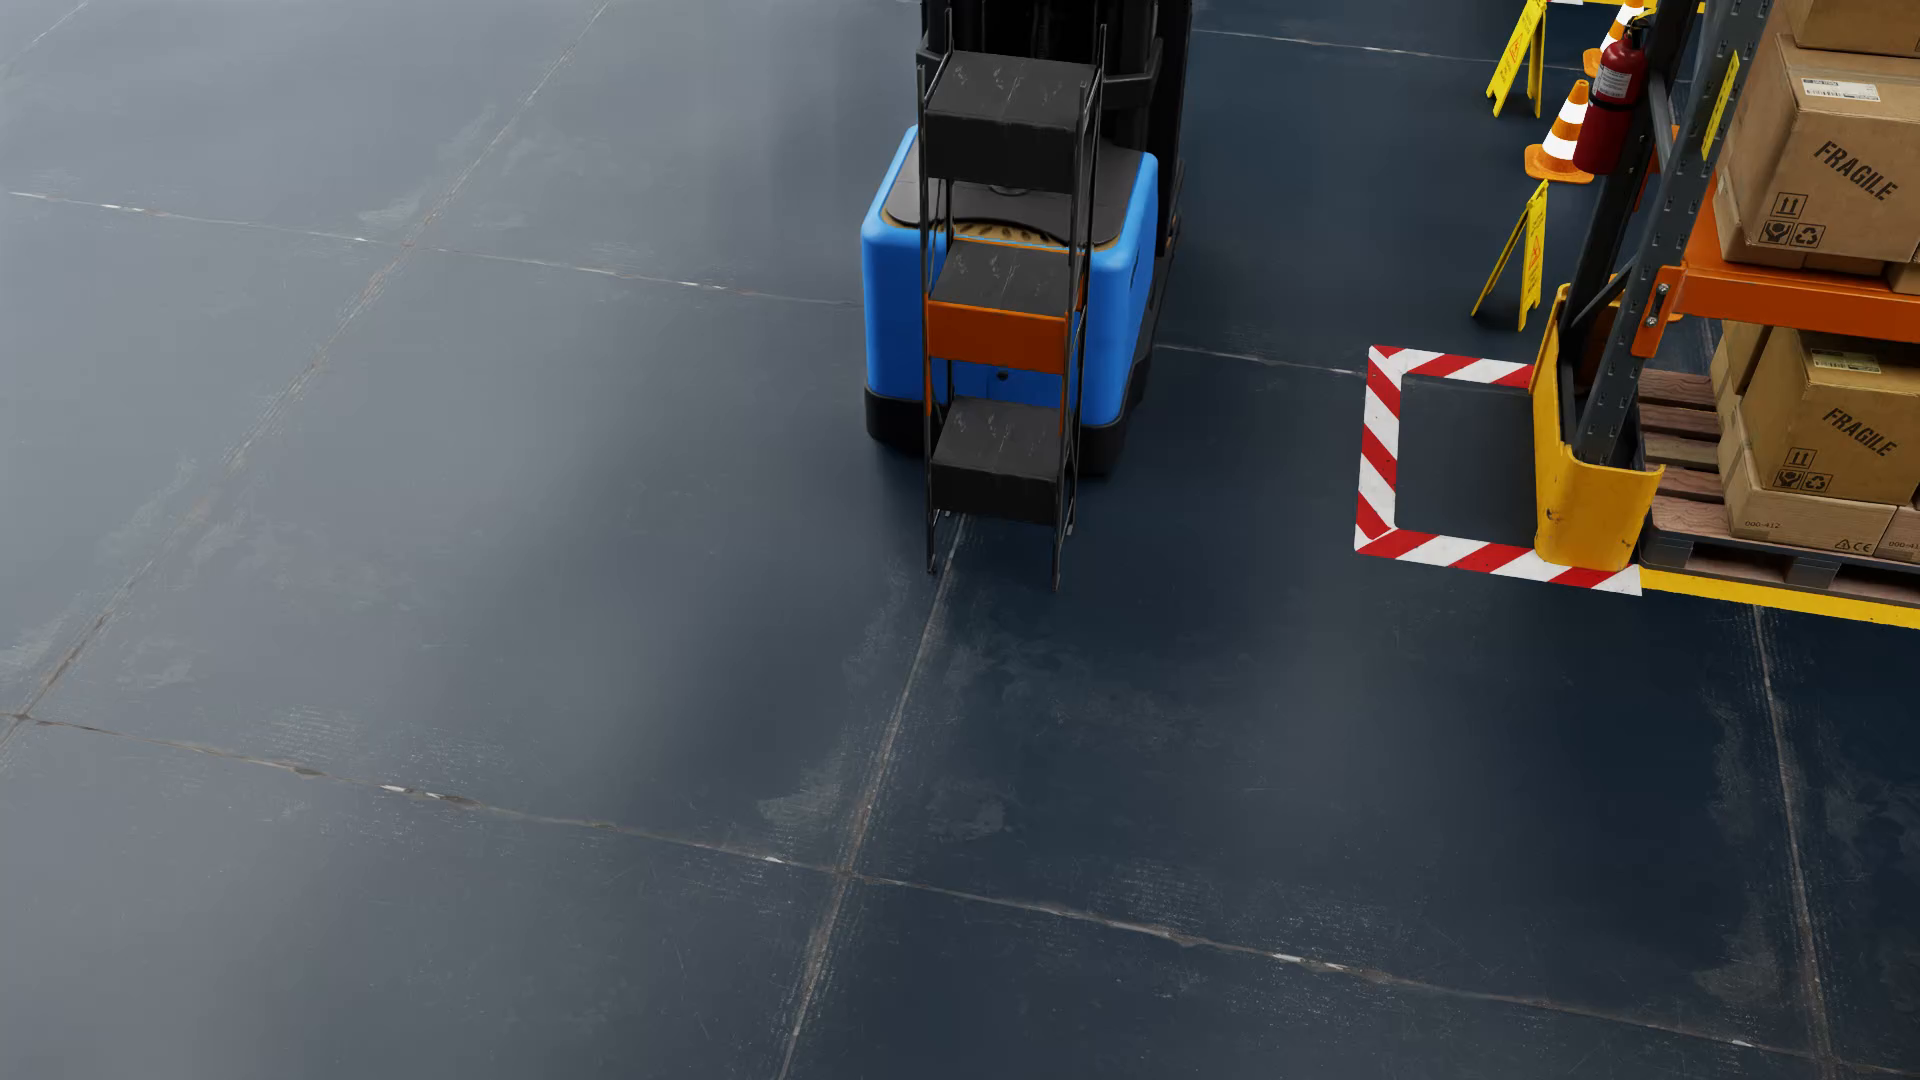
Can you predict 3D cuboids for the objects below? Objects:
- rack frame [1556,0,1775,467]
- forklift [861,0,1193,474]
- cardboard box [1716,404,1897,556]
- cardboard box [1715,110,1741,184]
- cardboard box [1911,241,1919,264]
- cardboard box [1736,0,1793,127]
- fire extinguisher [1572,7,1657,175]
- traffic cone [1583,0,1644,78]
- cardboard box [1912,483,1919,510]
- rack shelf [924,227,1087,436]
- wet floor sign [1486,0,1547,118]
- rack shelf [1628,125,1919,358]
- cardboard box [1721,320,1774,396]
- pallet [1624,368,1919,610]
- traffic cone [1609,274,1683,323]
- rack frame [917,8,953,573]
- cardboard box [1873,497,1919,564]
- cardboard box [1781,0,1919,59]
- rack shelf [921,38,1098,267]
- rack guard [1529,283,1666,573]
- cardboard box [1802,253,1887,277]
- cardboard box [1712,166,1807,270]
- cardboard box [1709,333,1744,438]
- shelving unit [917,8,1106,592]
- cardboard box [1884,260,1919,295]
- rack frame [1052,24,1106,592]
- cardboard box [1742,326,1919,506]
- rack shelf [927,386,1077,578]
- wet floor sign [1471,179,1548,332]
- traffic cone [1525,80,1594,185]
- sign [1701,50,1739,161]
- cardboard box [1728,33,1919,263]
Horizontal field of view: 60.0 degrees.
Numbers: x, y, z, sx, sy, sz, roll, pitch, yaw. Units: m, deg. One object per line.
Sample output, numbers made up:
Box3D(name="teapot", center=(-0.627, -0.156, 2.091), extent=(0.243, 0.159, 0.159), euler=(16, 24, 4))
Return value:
Box3D(name="rack frame", center=(2.439, -1.380, 5.762), extent=(0.127, 3.000, 1.000), euler=(9, 45, 9))
Box3D(name="forklift", center=(0.437, -2.360, 6.829), extent=(1.130, 2.935, 3.031), euler=(9, 45, 9))
Box3D(name="cardboard box", center=(3.166, -0.232, 6.248), extent=(0.500, 0.250, 0.500), euler=(8, 45, 9))
Box3D(name="cardboard box", center=(2.851, -1.378, 5.941), extent=(0.250, 0.149, 0.380), euler=(10, 45, 10))
Box3D(name="cardboard box", center=(3.347, -1.188, 5.275), extent=(0.500, 0.500, 0.500), euler=(10, 45, 10))
Box3D(name="cardboard box", center=(3.029, -1.628, 5.732), extent=(0.500, 0.500, 0.500), euler=(8, 44, 8))
Box3D(name="fire extinguisher", center=(2.428, -1.682, 6.131), extent=(0.183, 0.674, 0.296), euler=(9, 45, 9))
Box3D(name="traffic cone", center=(3.629, -2.790, 9.056), extent=(0.334, 0.463, 0.336), euler=(9, 45, 9))
Box3D(name="cardboard box", center=(3.700, -0.422, 5.906), extent=(0.500, 0.500, 0.500), euler=(7, 44, 8))
Box3D(name="rack shelf", center=(0.162, -0.722, 5.746), extent=(0.480, 0.518, 0.431), euler=(9, 45, 9))
Box3D(name="wet floor sign", center=(2.961, -2.562, 8.687), extent=(0.232, 0.644, 0.267), euler=(2, 44, 2))
Box3D(name="rack shelf", center=(4.391, -0.818, 5.697), extent=(4.000, 0.370, 1.077), euler=(9, 45, 9))
Box3D(name="cardboard box", center=(3.278, -0.866, 6.367), extent=(0.500, 0.500, 0.500), euler=(9, 45, 9))
Box3D(name="pallet", center=(3.298, -0.217, 6.564), extent=(1.213, 0.211, 1.003), euler=(9, 45, 9))
Box3D(name="traffic cone", center=(3.140, -1.274, 7.481), extent=(0.334, 0.463, 0.336), euler=(9, 45, 9))
Box3D(name="rack frame", center=(-0.077, -0.768, 5.775), extent=(0.015, 2.100, 0.400), euler=(9, 45, 9))
Box3D(name="cardboard box", center=(3.662, -0.149, 6.163), extent=(0.500, 0.250, 0.500), euler=(10, 45, 11))
Box3D(name="cardboard box", center=(2.985, -1.954, 5.350), extent=(0.500, 0.500, 0.700), euler=(8, 44, 8))
Box3D(name="rack shelf", center=(0.162, -1.226, 5.261), extent=(0.480, 0.518, 0.431), euler=(9, 45, 9))
Box3D(name="rack guard", center=(2.513, -0.468, 6.617), extent=(0.348, 0.500, 1.175), euler=(9, 45, 9))
Box3D(name="cardboard box", center=(2.975, -1.070, 5.620), extent=(0.250, 0.149, 0.380), euler=(9, 45, 10))
Box3D(name="cardboard box", center=(2.725, -1.098, 5.650), extent=(0.250, 0.149, 0.380), euler=(9, 45, 9))
Box3D(name="cardboard box", center=(3.310, -0.597, 6.628), extent=(0.500, 0.250, 0.500), euler=(9, 45, 9))
Box3D(name="shelving unit", center=(0.162, -0.731, 5.737), extent=(0.503, 2.100, 0.431), euler=(9, 45, 9))
Box3D(name="cardboard box", center=(3.216, -0.975, 5.521), extent=(0.250, 0.149, 0.380), euler=(8, 44, 8))
Box3D(name="rack frame", center=(0.400, -0.694, 5.698), extent=(0.015, 2.100, 0.400), euler=(9, 45, 9))
Box3D(name="cardboard box", center=(3.189, -0.499, 5.985), extent=(0.500, 0.500, 0.500), euler=(7, 44, 8))
Box3D(name="rack shelf", center=(0.162, -0.217, 6.231), extent=(0.480, 0.518, 0.431), euler=(9, 45, 9))
Box3D(name="wet floor sign", center=(2.487, -1.285, 7.361), extent=(0.232, 0.644, 0.267), euler=(24, 49, 23))
Box3D(name="traffic cone", center=(3.051, -2.077, 8.315), extent=(0.334, 0.463, 0.336), euler=(9, 45, 9))
Box3D(name="sign", center=(2.321, -1.325, 5.080), extent=(0.005, 0.325, 0.100), euler=(9, 45, 9))
Box3D(name="cardboard box", center=(2.841, -1.264, 5.355), extent=(0.500, 0.500, 0.500), euler=(8, 45, 8))
